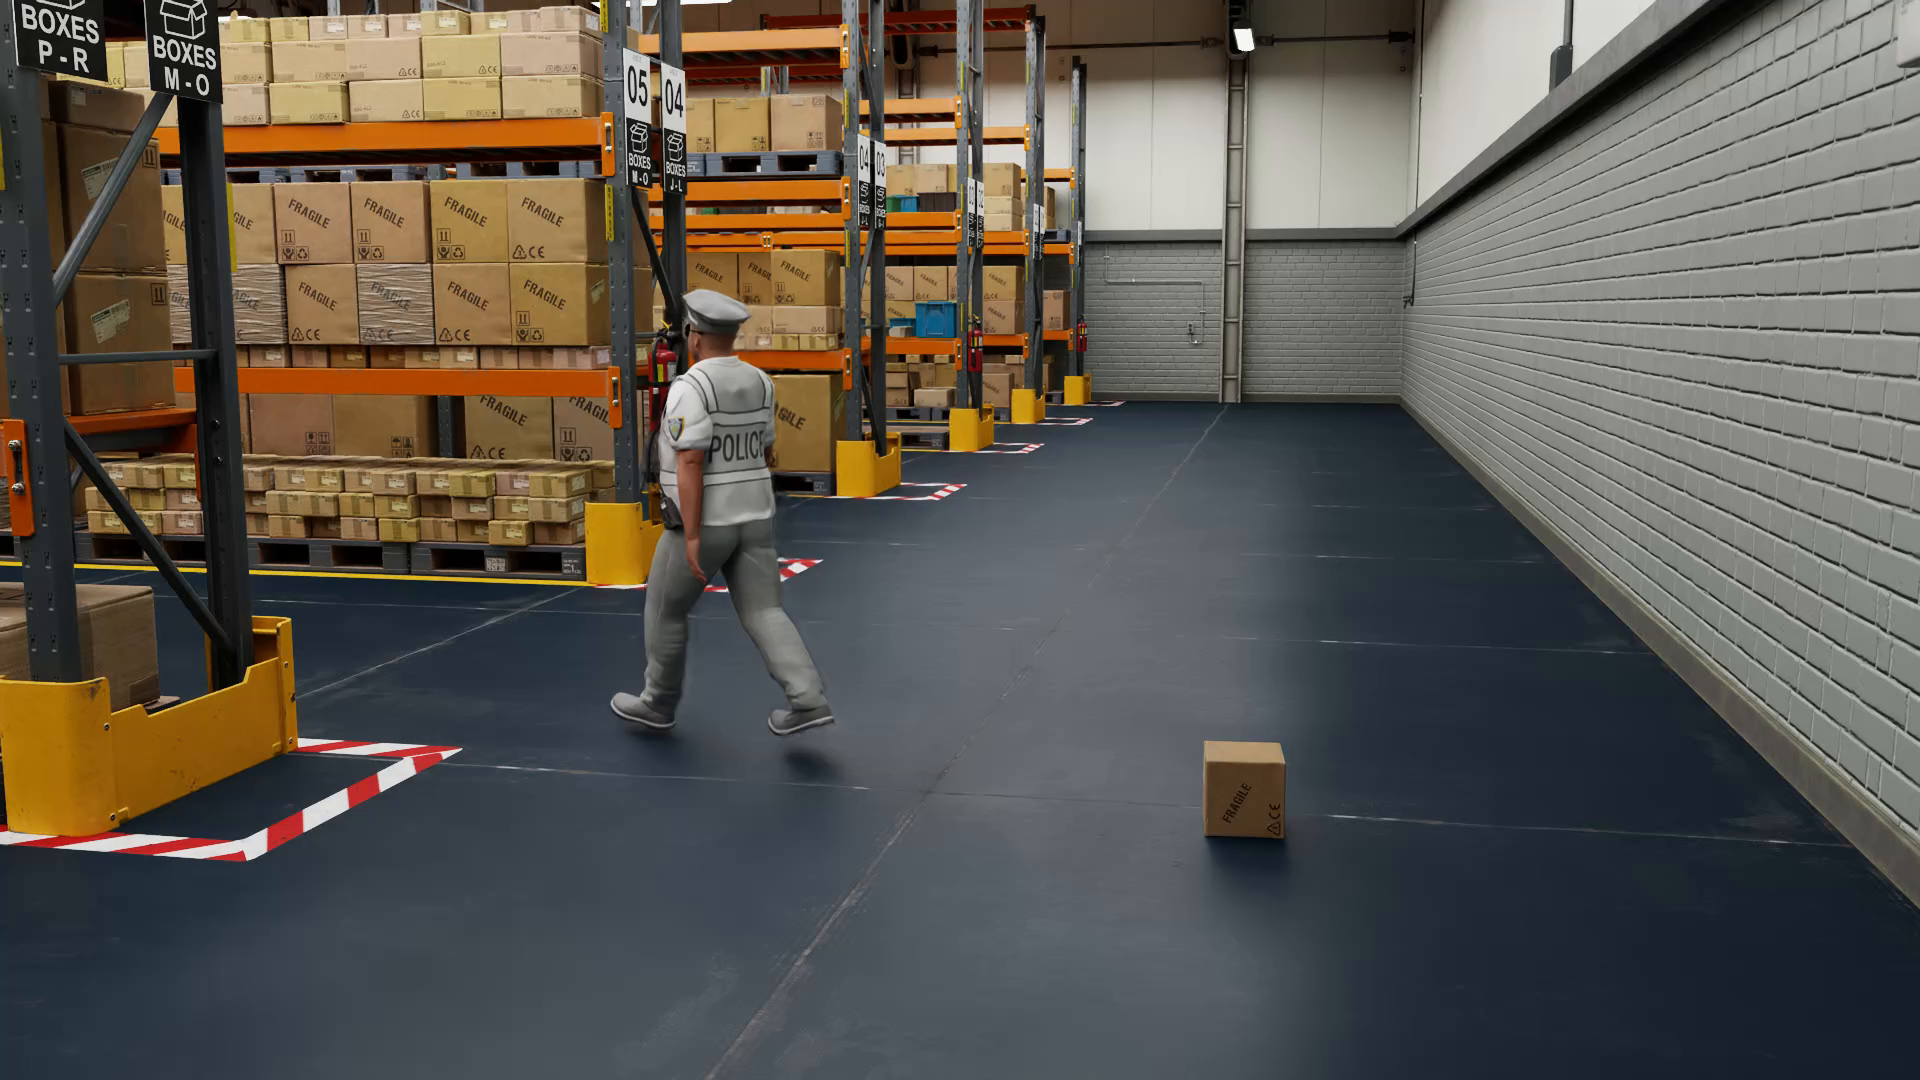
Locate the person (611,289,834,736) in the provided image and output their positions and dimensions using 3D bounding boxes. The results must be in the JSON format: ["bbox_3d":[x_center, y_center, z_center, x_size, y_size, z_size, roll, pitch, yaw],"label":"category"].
[{"bbox_3d":[-0.935,-0.093,6.393,1.057,1.728,0.555,7,11,42],"label":"person"}]
